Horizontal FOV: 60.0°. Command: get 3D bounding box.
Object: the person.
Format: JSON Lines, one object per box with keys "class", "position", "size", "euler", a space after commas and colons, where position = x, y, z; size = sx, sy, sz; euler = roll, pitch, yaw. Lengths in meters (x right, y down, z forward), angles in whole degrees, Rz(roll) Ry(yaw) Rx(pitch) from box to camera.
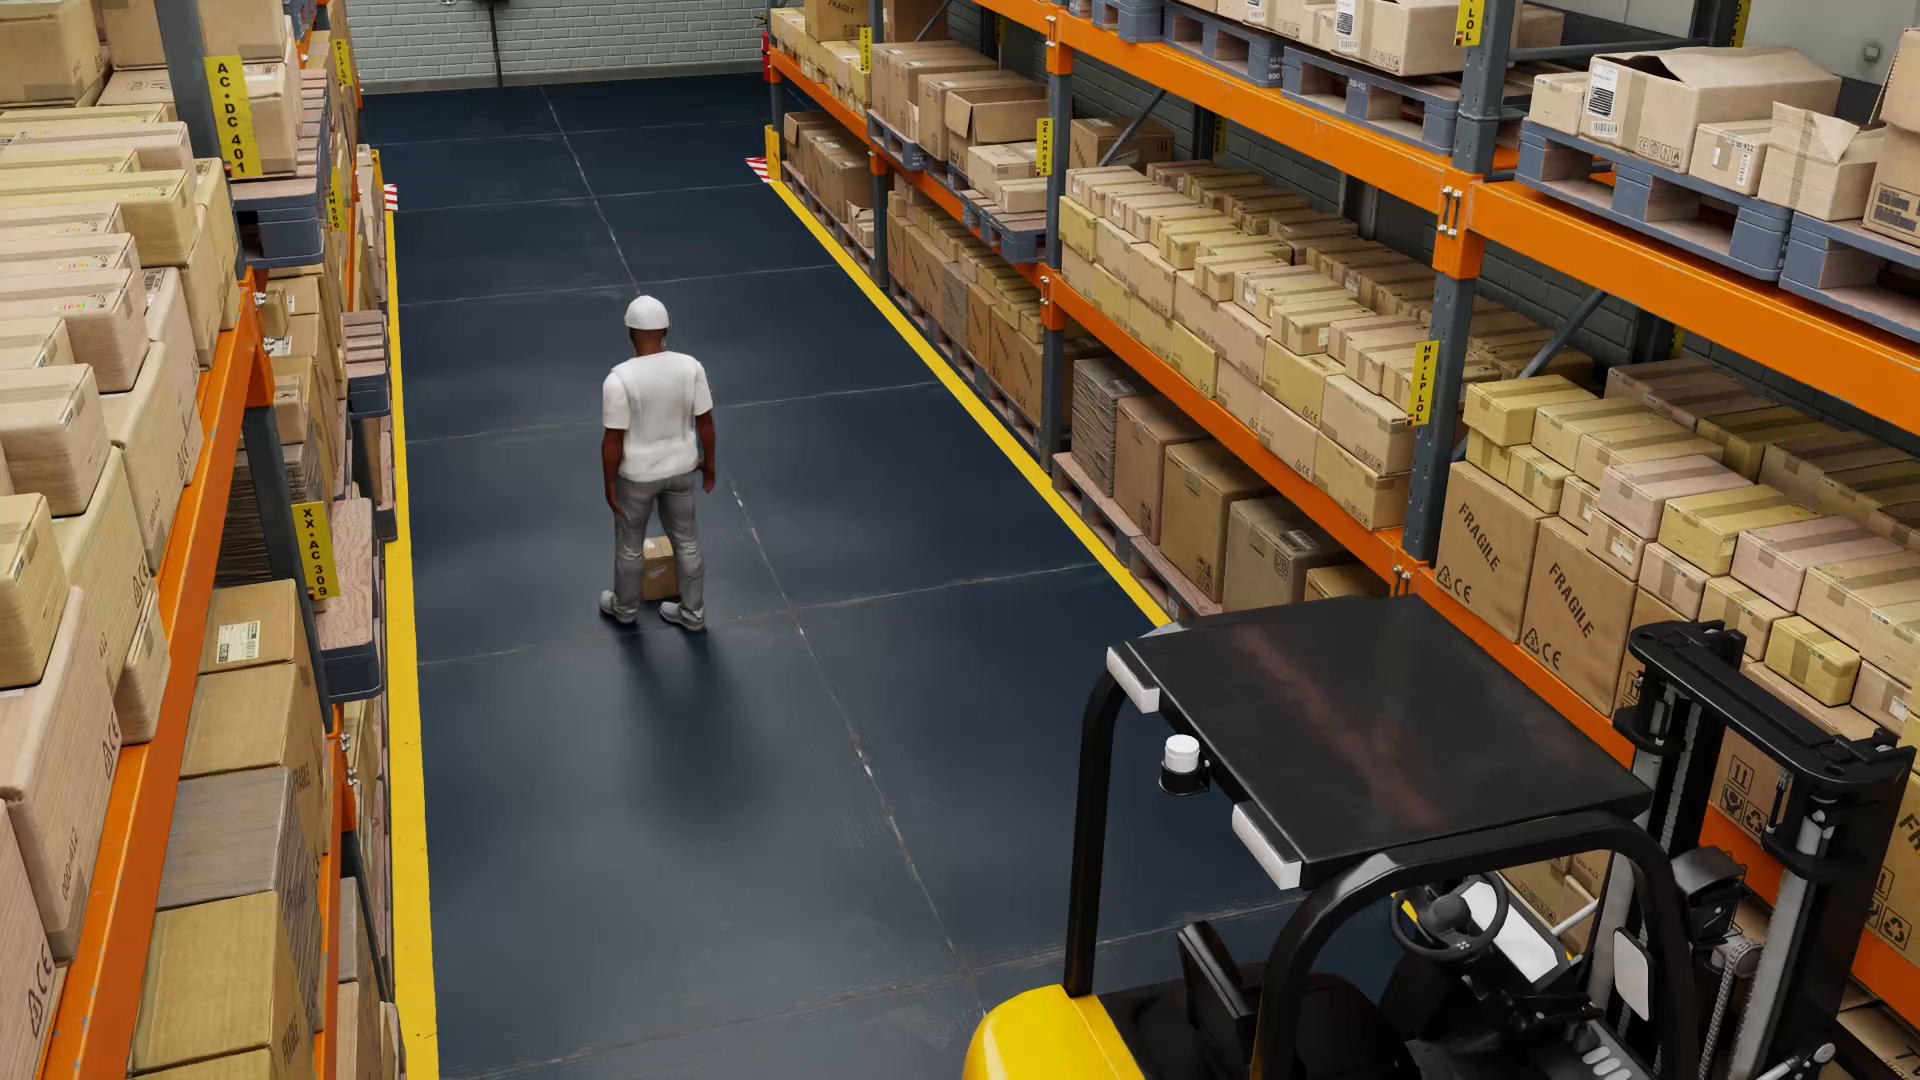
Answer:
{"class": "person", "position": [-1.566, -0.397, 8.381], "size": [0.588, 1.768, 0.585], "euler": [-16, 30, -29]}
